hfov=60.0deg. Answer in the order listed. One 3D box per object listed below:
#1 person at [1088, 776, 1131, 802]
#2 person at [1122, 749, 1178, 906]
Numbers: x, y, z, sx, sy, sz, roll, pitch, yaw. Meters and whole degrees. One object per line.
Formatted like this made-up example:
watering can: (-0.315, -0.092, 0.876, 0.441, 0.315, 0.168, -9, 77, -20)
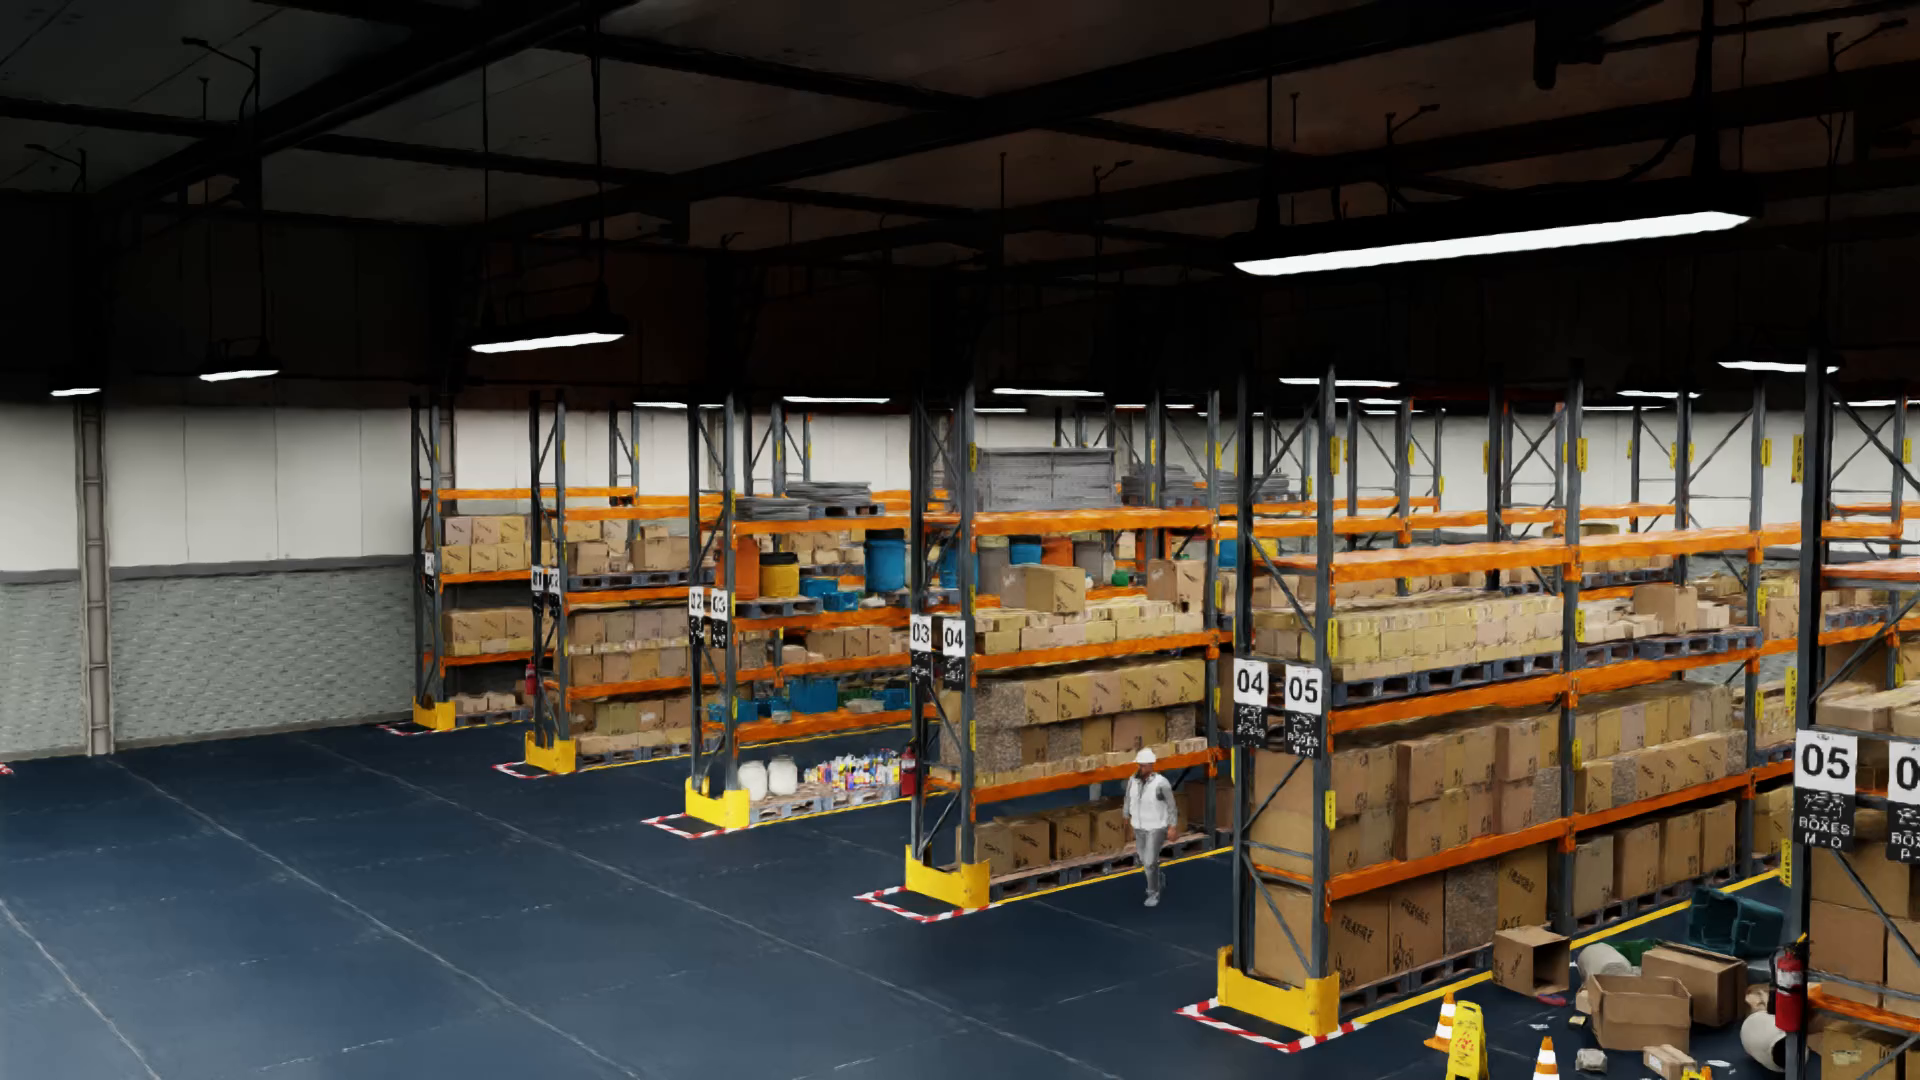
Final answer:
person: (2.127, 2.970, 22.760, 0.977, 1.697, 0.585, -1, 4, -19)
person: (2.187, 3.191, 18.739, 0.661, 1.741, 0.685, 3, 5, 43)
